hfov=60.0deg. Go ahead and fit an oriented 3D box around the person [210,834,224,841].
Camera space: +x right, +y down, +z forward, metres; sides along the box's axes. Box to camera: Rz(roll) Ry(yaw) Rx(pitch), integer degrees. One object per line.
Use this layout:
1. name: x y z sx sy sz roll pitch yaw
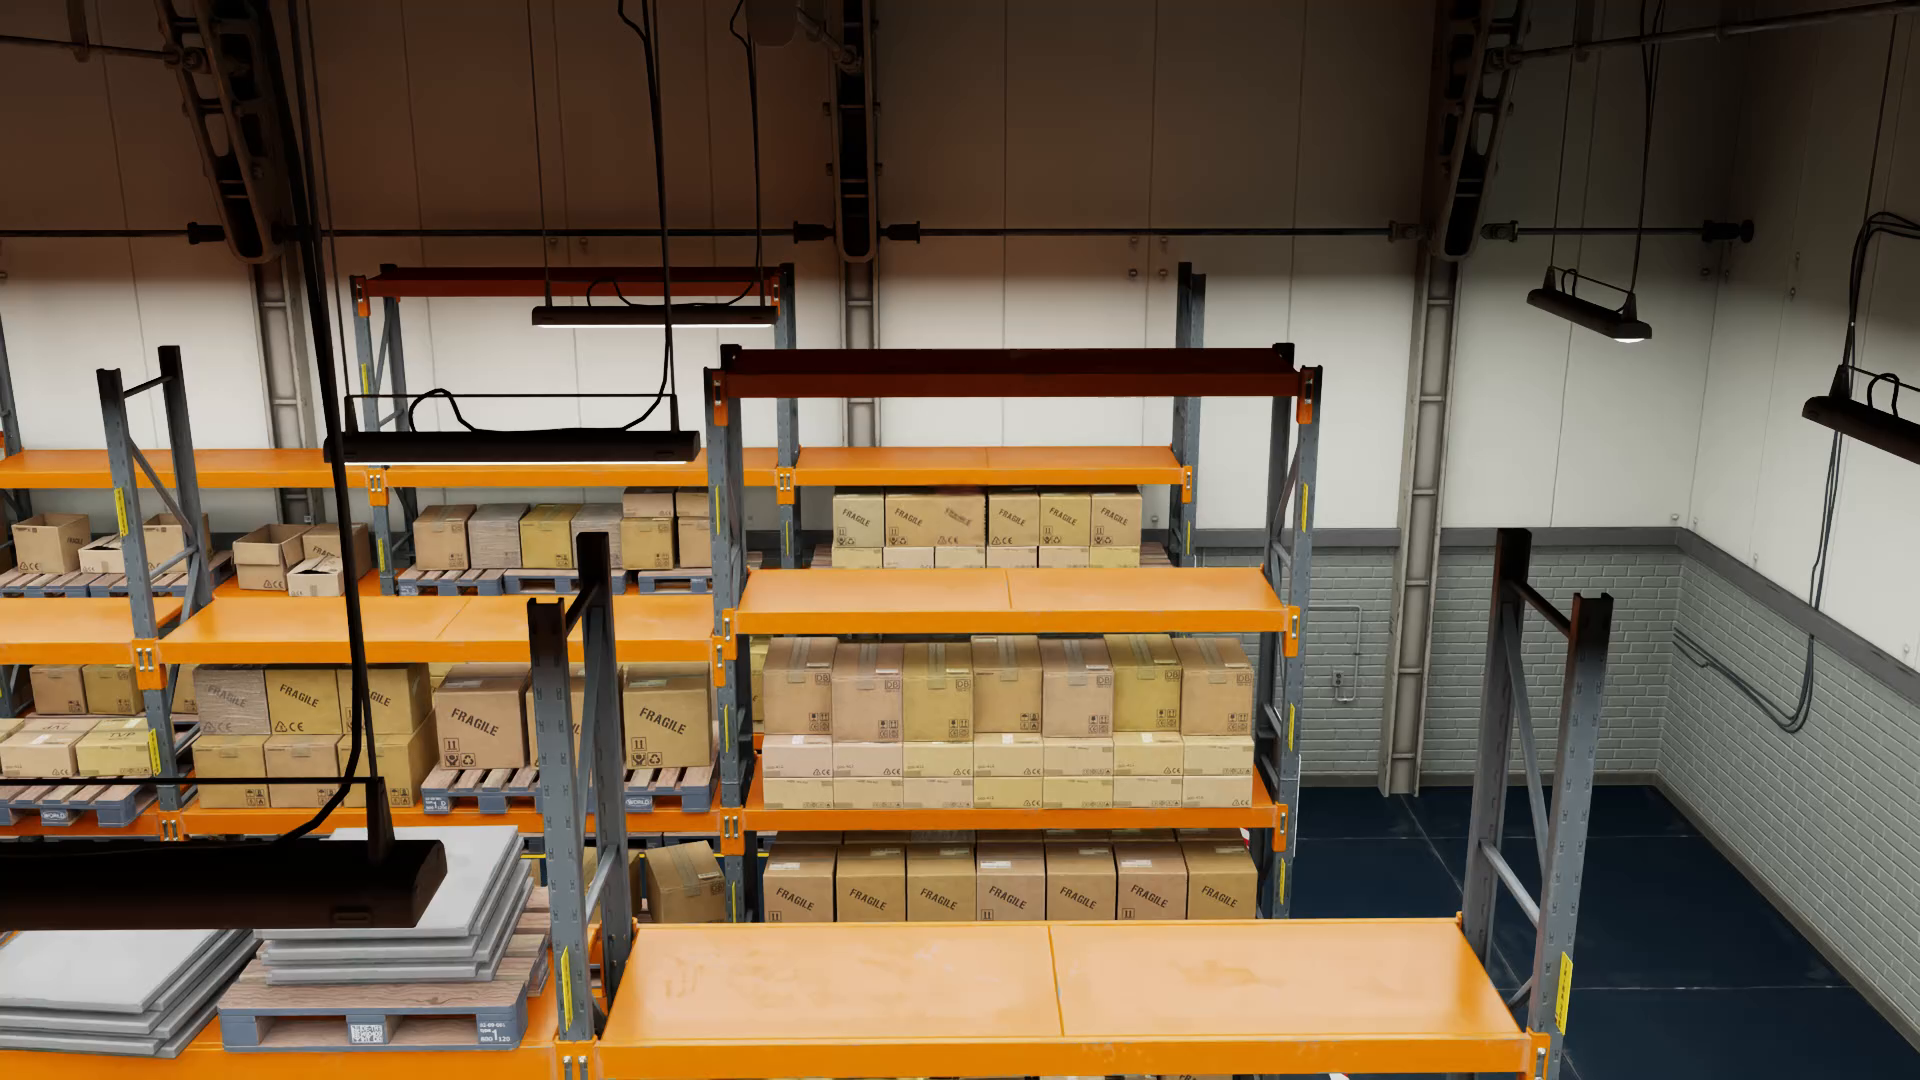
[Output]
1. person: -6.366 3.232 14.587 0.567 1.637 0.538 3 17 12
